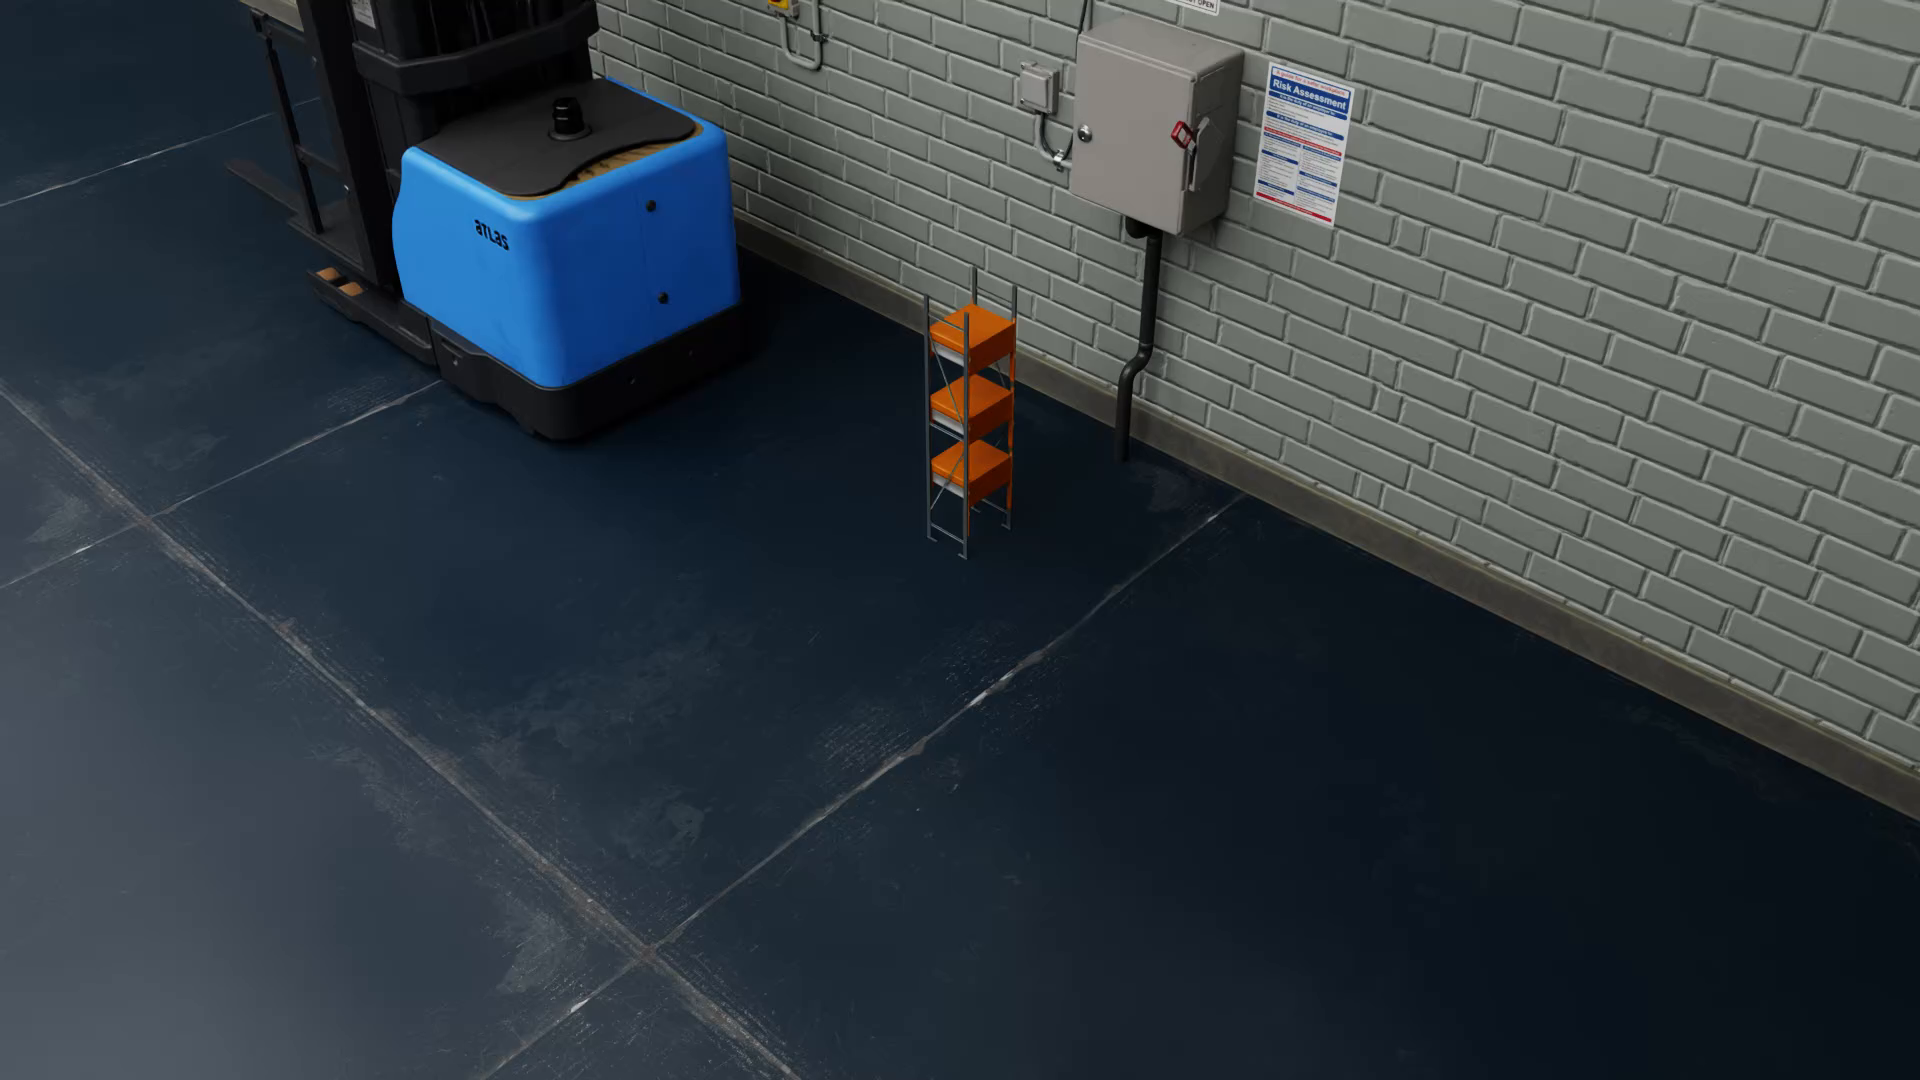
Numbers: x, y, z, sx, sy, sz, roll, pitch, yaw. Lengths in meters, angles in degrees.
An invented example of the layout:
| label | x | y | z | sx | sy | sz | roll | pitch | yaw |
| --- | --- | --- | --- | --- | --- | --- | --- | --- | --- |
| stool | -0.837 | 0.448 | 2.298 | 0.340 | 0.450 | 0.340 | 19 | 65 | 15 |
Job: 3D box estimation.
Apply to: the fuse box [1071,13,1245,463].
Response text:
| label | x | y | z | sx | sy | sz | roll | pitch | yaw |
| --- | --- | --- | --- | --- | --- | --- | --- | --- | --- |
| fuse box | 0.644 | -0.972 | 6.098 | 0.539 | 1.711 | 0.414 | 30 | 47 | 32 |

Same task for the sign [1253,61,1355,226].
| label | x | y | z | sx | sy | sz | roll | pitch | yaw |
| --- | --- | --- | --- | --- | --- | --- | --- | --- | --- |
| sign | 1.148 | -1.327 | 5.585 | 0.329 | 0.494 | 0.001 | 30 | 47 | 32 |

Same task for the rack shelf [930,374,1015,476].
| label | x | y | z | sx | sy | sz | roll | pitch | yaw |
| --- | --- | --- | --- | --- | --- | --- | --- | --- | --- |
| rack shelf | 0.036 | -0.427 | 5.961 | 0.215 | 0.259 | 0.240 | 30 | 47 | 32 |

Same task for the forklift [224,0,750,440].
| label | x | y | z | sx | sy | sz | roll | pitch | yaw |
| --- | --- | --- | --- | --- | --- | --- | --- | --- | --- |
| forklift | -2.326 | -2.347 | 6.847 | 3.031 | 2.935 | 1.130 | 31 | 48 | 33 |

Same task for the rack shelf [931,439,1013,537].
| label | x | y | z | sx | sy | sz | roll | pitch | yaw |
| --- | --- | --- | --- | --- | --- | --- | --- | --- | --- |
| rack shelf | 0.036 | -0.210 | 6.134 | 0.215 | 0.259 | 0.240 | 30 | 47 | 32 |

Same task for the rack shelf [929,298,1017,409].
| label | x | y | z | sx | sy | sz | roll | pitch | yaw |
| --- | --- | --- | --- | --- | --- | --- | --- | --- | --- |
| rack shelf | 0.036 | -0.649 | 5.784 | 0.215 | 0.259 | 0.240 | 30 | 47 | 32 |

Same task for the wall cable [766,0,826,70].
| label | x | y | z | sx | sy | sz | roll | pitch | yaw |
| --- | --- | --- | --- | --- | --- | --- | --- | --- | --- |
| wall cable | -0.809 | -2.835 | 6.564 | 0.585 | 1.953 | 0.123 | 30 | 47 | 32 |

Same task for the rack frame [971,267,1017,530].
| label | x | y | z | sx | sy | sz | roll | pitch | yaw |
| --- | --- | --- | --- | --- | --- | --- | --- | --- | --- |
| rack frame | 0.118 | -0.492 | 6.025 | 0.200 | 1.050 | 0.008 | 30 | 47 | 32 |

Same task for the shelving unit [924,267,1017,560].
| label | x | y | z | sx | sy | sz | roll | pitch | yaw |
| --- | --- | --- | --- | --- | --- | --- | --- | --- | --- |
| shelving unit | 0.036 | -0.436 | 5.954 | 0.215 | 1.050 | 0.252 | 30 | 47 | 32 |

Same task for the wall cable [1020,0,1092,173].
| label | x | y | z | sx | sy | sz | roll | pitch | yaw |
| --- | --- | --- | --- | --- | --- | --- | --- | --- | --- |
| wall cable | 0.246 | -2.233 | 5.832 | 0.588 | 1.984 | 0.122 | 30 | 47 | 32 |

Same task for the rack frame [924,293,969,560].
| label | x | y | z | sx | sy | sz | roll | pitch | yaw |
| --- | --- | --- | --- | --- | --- | --- | --- | --- | --- |
| rack frame | -0.046 | -0.379 | 5.884 | 0.200 | 1.050 | 0.008 | 30 | 47 | 32 |

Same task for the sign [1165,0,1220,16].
| label | x | y | z | sx | sy | sz | roll | pitch | yaw |
| --- | --- | --- | --- | --- | --- | --- | --- | --- | --- |
| sign | 0.742 | -1.918 | 5.589 | 0.339 | 0.242 | 0.001 | 30 | 47 | 32 |
